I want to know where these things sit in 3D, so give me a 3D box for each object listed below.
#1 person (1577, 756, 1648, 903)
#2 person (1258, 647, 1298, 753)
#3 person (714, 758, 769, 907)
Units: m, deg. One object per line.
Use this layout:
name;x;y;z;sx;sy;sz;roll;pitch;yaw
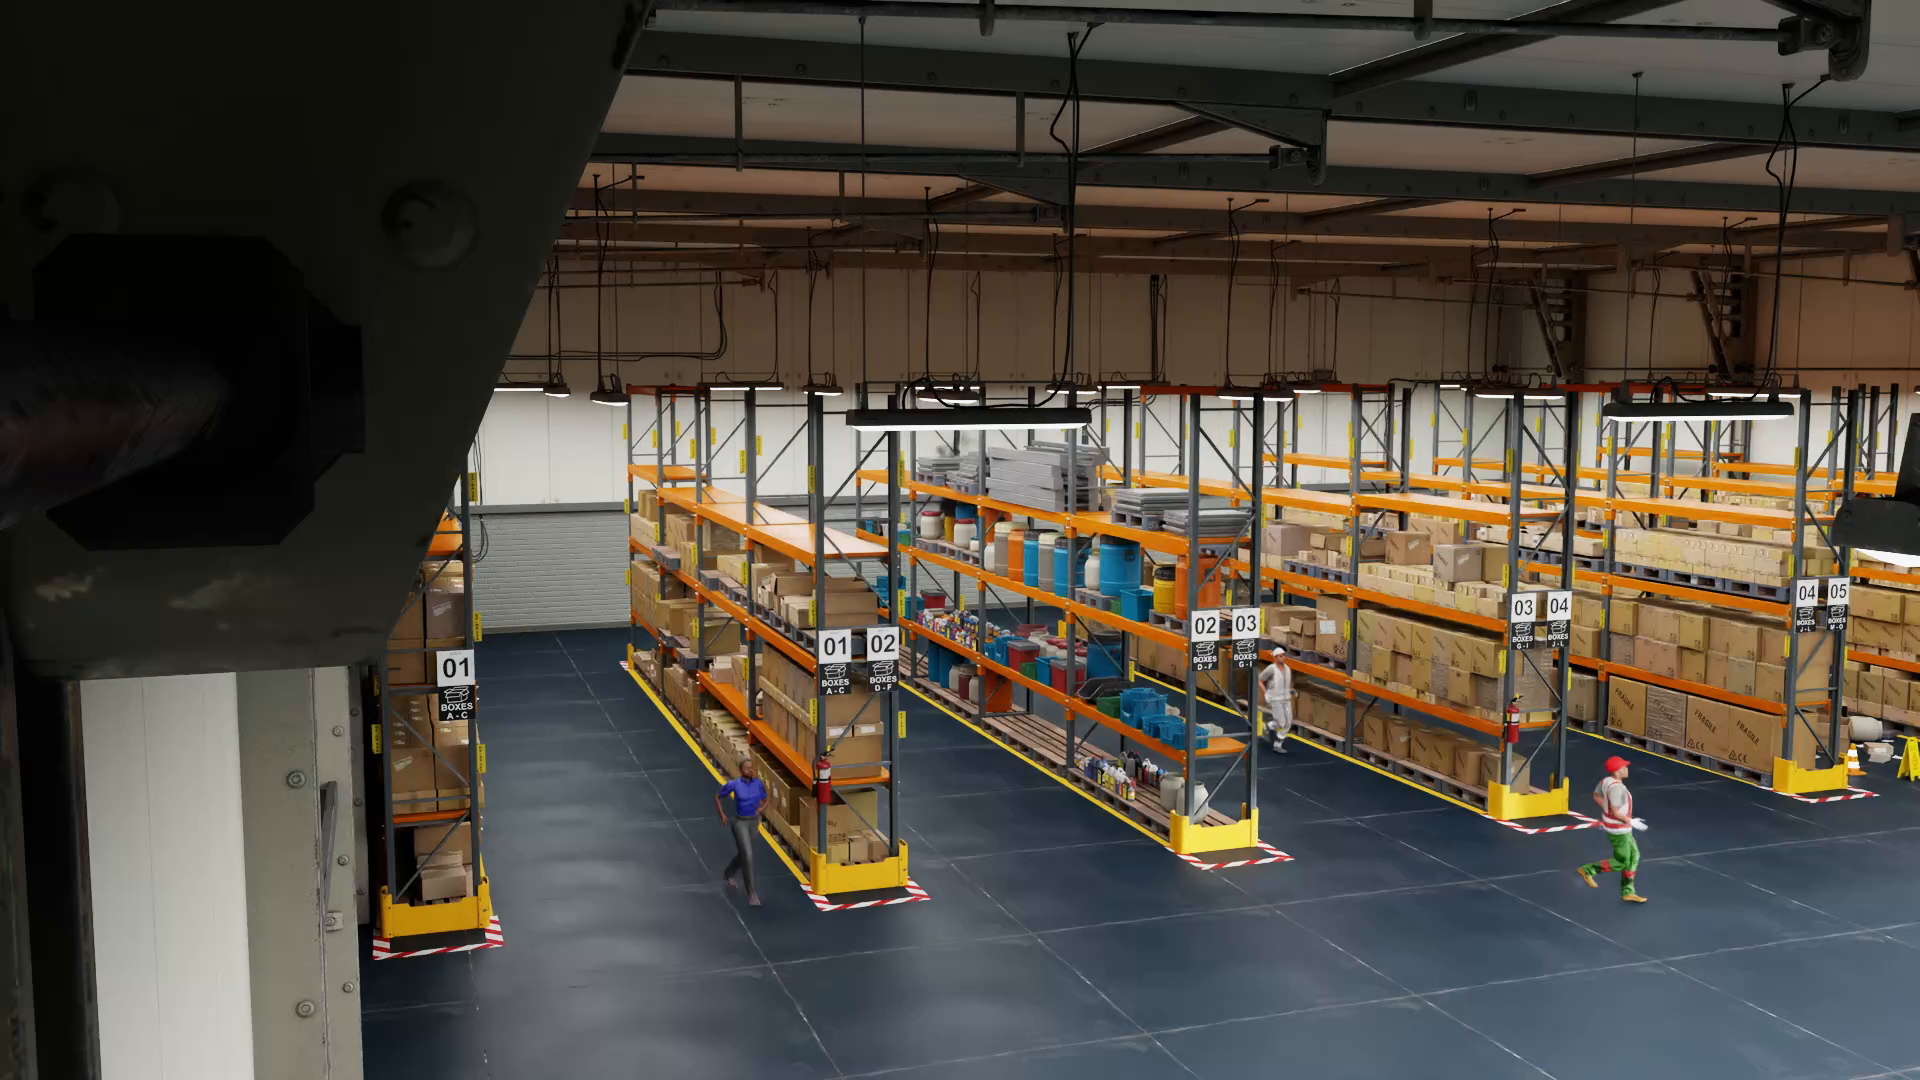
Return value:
person;7.774;3.432;19.783;0.825;1.754;0.669;1;6;11
person;5.261;2.637;27.451;0.658;1.738;0.601;-3;7;-27
person;-2.565;3.469;19.926;0.631;1.694;0.822;-6;8;-45
